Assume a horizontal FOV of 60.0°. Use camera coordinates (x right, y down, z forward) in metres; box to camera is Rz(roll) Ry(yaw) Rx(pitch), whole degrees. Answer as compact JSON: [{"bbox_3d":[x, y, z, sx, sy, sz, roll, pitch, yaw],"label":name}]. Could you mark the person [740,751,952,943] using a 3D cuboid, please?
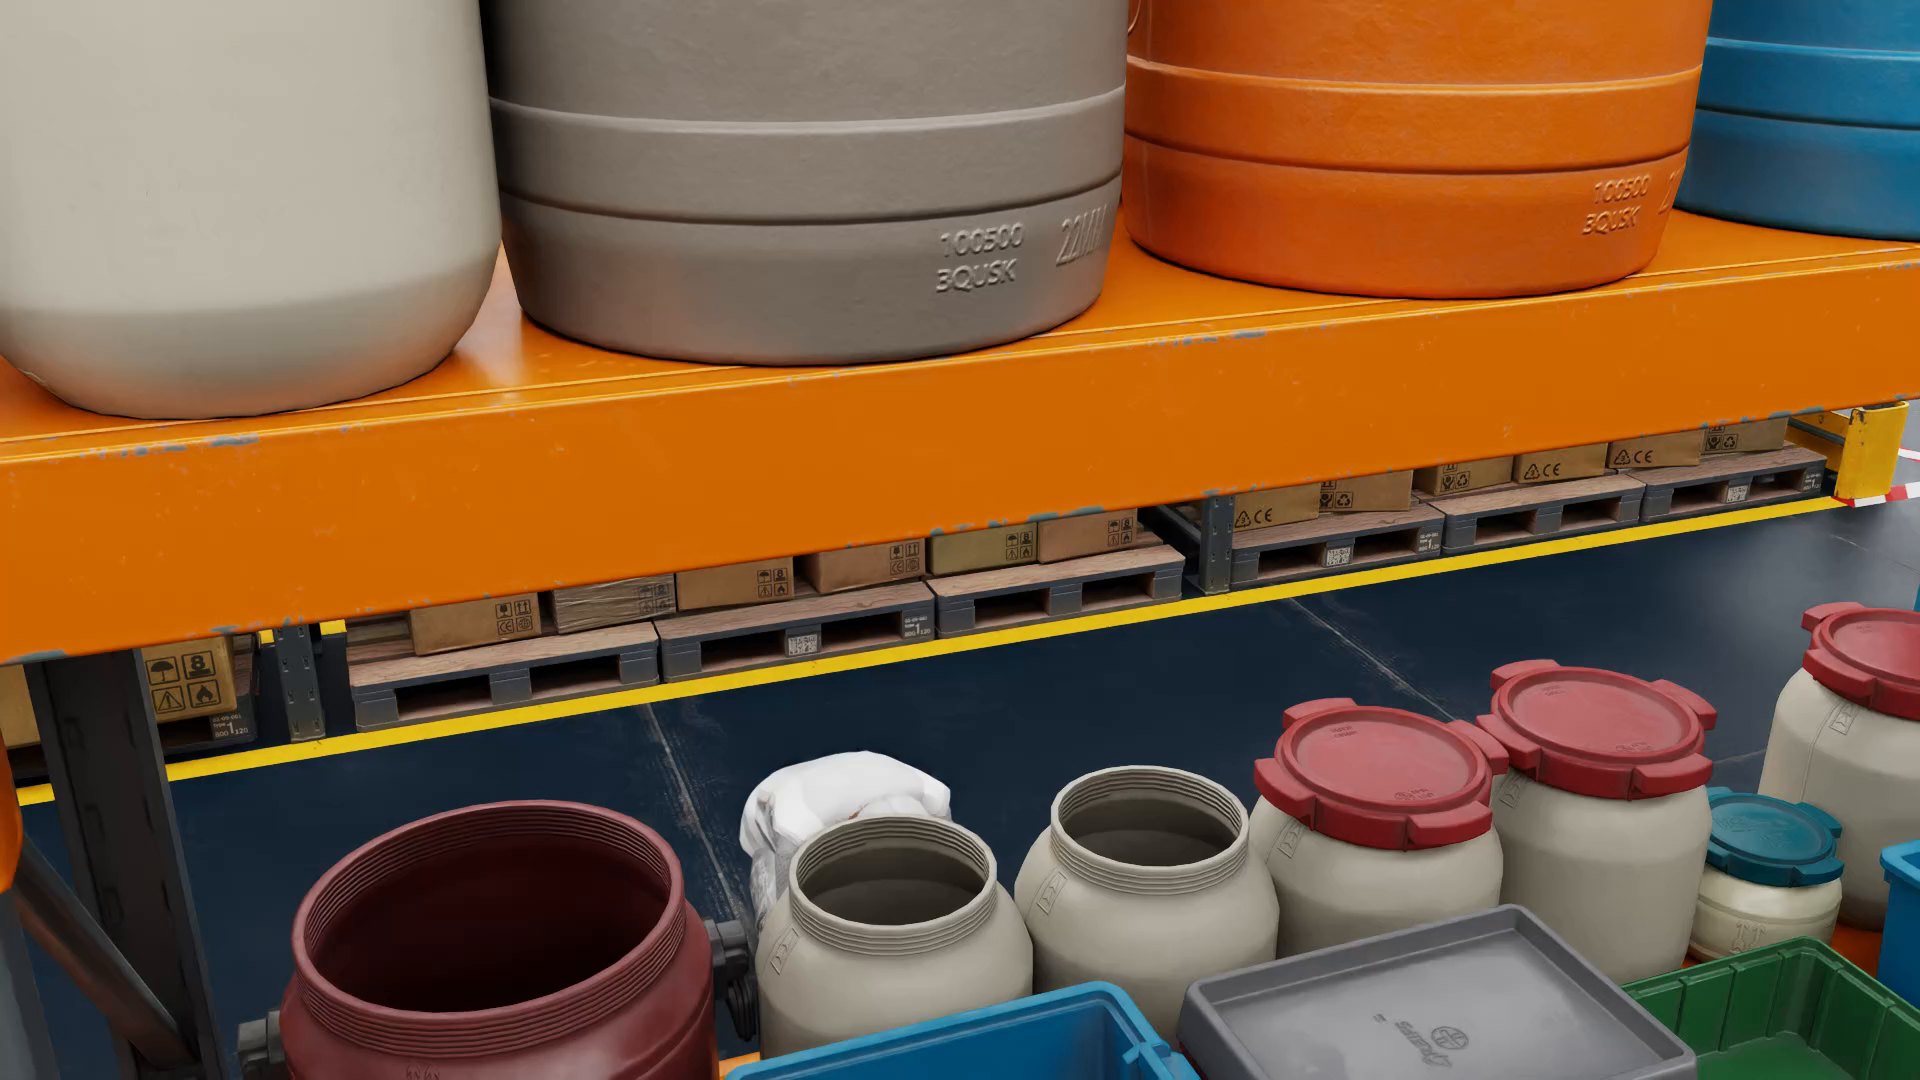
[{"bbox_3d":[-0.325,0.979,4.871,0.576,0.886,0.907,-8,24,-19],"label":"person"}]
